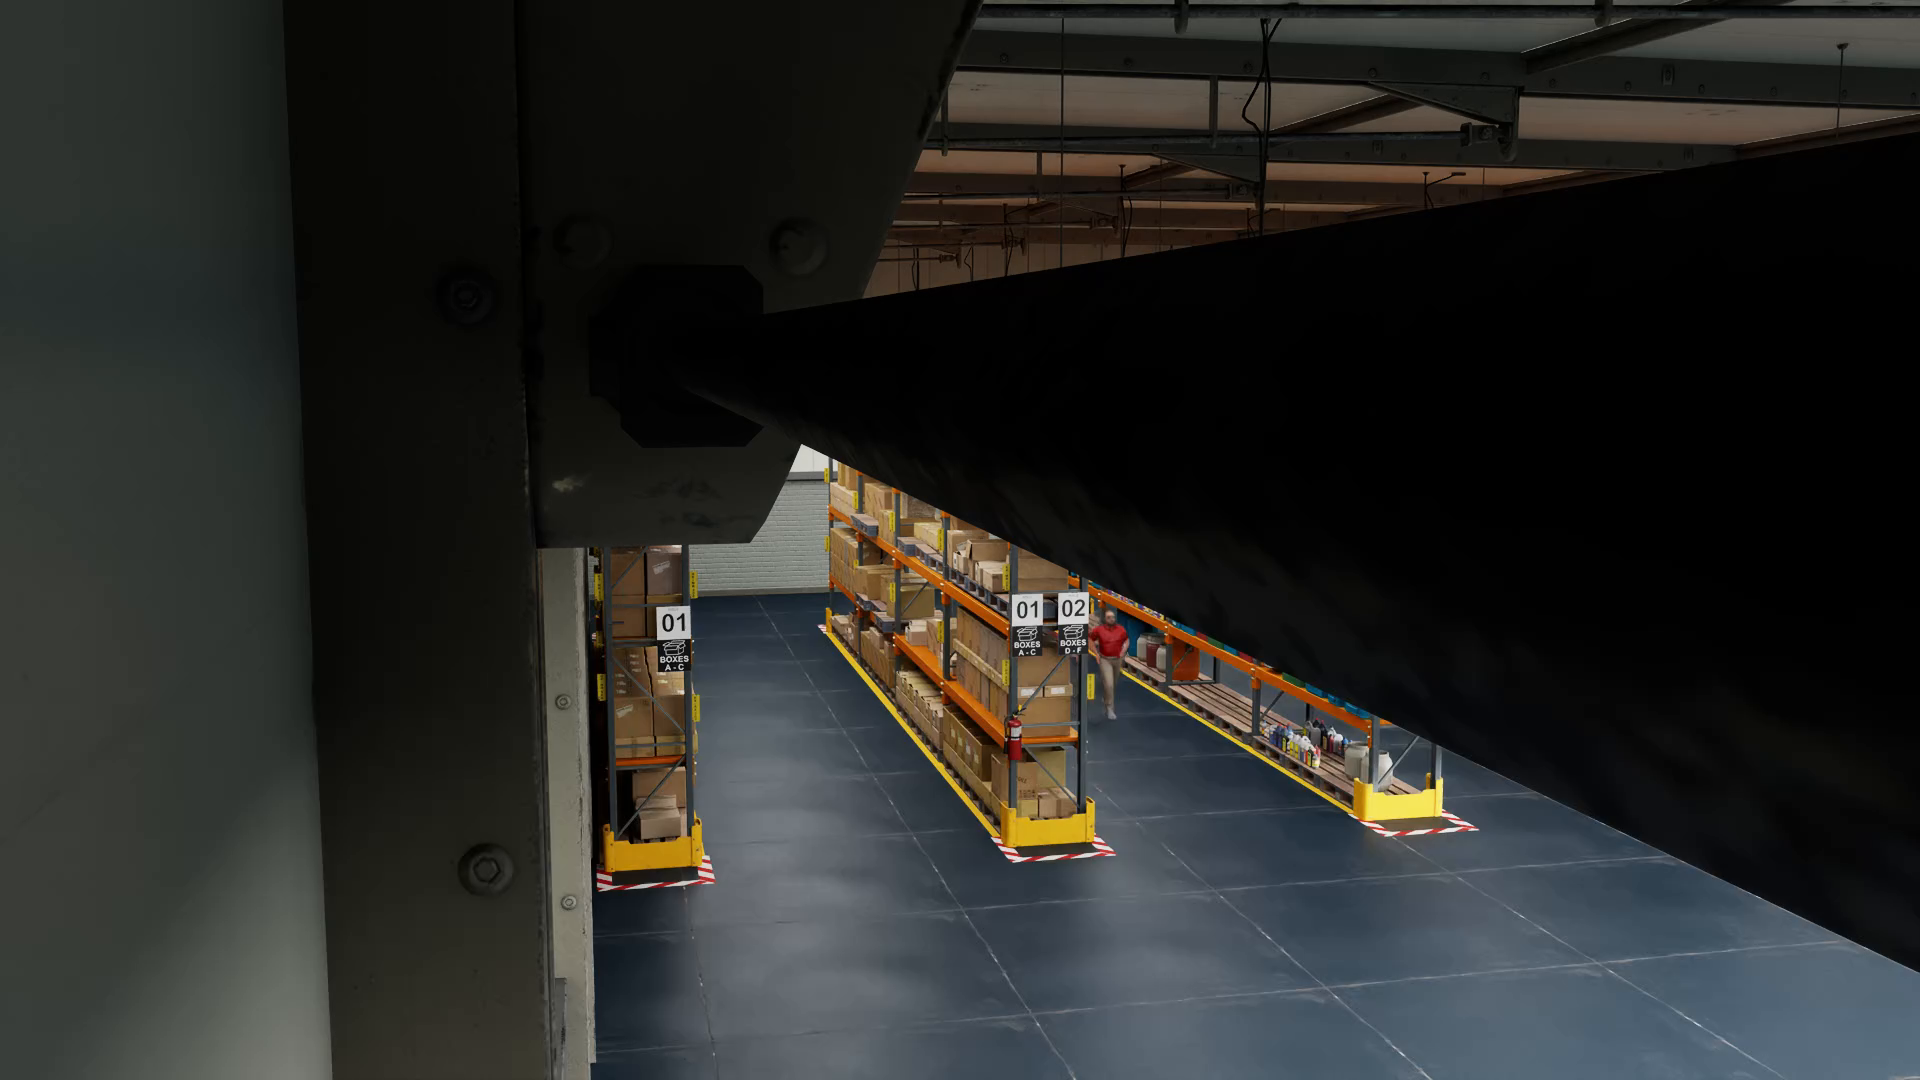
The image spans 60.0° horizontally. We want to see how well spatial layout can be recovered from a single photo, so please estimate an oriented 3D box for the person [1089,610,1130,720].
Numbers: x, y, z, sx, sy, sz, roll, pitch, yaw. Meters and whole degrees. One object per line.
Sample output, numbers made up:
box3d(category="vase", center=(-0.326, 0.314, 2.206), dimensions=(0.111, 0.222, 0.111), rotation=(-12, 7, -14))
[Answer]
box3d(category="person", center=(2.445, 2.023, 27.085), dimensions=(0.647, 1.785, 0.875), rotation=(-1, 7, -12))
